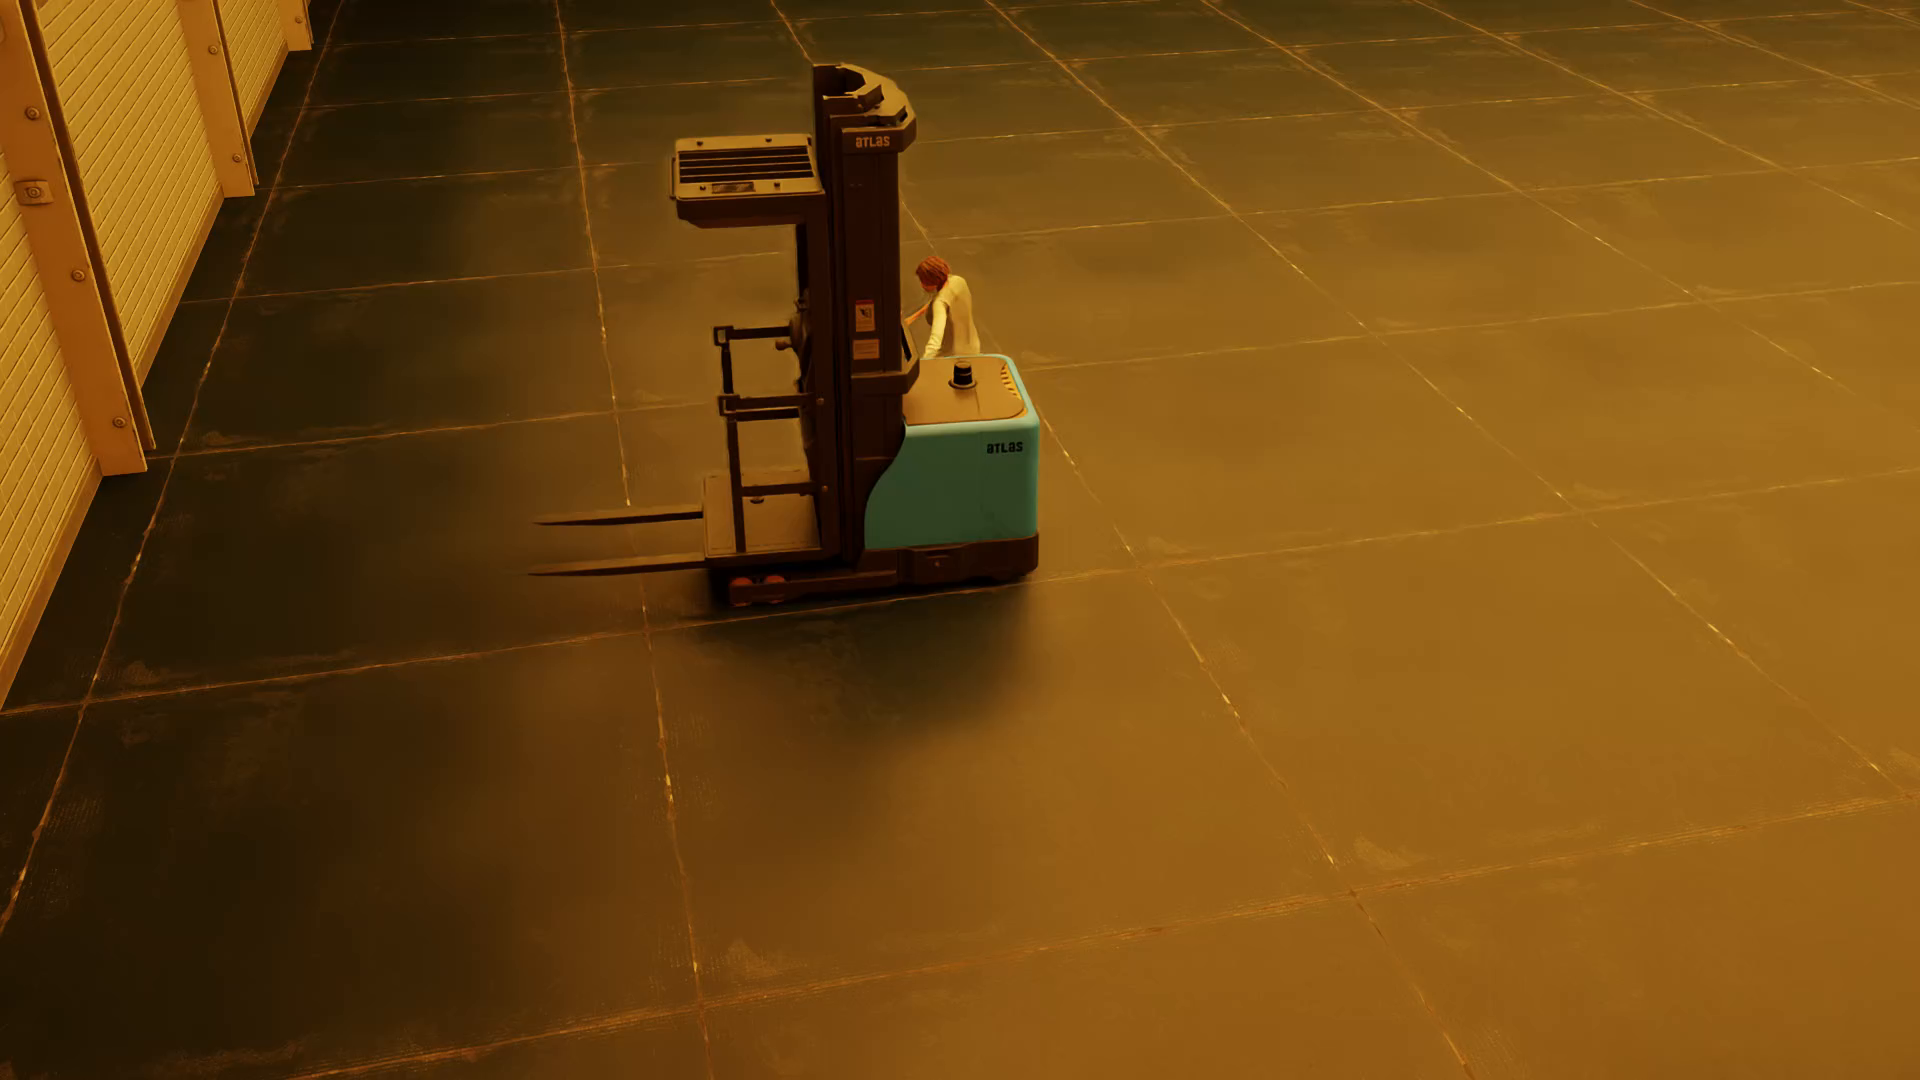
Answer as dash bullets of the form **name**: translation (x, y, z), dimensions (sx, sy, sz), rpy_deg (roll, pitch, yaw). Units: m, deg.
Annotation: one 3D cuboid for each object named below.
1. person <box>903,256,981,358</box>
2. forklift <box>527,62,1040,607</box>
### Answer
- **person**: translation (-0.105, -1.260, 11.354), dimensions (0.547, 1.383, 0.822), rpy_deg (-11, 32, -18)
- **forklift**: translation (-1.087, -1.160, 9.578), dimensions (3.031, 2.935, 1.130), rpy_deg (-4, 30, -8)
